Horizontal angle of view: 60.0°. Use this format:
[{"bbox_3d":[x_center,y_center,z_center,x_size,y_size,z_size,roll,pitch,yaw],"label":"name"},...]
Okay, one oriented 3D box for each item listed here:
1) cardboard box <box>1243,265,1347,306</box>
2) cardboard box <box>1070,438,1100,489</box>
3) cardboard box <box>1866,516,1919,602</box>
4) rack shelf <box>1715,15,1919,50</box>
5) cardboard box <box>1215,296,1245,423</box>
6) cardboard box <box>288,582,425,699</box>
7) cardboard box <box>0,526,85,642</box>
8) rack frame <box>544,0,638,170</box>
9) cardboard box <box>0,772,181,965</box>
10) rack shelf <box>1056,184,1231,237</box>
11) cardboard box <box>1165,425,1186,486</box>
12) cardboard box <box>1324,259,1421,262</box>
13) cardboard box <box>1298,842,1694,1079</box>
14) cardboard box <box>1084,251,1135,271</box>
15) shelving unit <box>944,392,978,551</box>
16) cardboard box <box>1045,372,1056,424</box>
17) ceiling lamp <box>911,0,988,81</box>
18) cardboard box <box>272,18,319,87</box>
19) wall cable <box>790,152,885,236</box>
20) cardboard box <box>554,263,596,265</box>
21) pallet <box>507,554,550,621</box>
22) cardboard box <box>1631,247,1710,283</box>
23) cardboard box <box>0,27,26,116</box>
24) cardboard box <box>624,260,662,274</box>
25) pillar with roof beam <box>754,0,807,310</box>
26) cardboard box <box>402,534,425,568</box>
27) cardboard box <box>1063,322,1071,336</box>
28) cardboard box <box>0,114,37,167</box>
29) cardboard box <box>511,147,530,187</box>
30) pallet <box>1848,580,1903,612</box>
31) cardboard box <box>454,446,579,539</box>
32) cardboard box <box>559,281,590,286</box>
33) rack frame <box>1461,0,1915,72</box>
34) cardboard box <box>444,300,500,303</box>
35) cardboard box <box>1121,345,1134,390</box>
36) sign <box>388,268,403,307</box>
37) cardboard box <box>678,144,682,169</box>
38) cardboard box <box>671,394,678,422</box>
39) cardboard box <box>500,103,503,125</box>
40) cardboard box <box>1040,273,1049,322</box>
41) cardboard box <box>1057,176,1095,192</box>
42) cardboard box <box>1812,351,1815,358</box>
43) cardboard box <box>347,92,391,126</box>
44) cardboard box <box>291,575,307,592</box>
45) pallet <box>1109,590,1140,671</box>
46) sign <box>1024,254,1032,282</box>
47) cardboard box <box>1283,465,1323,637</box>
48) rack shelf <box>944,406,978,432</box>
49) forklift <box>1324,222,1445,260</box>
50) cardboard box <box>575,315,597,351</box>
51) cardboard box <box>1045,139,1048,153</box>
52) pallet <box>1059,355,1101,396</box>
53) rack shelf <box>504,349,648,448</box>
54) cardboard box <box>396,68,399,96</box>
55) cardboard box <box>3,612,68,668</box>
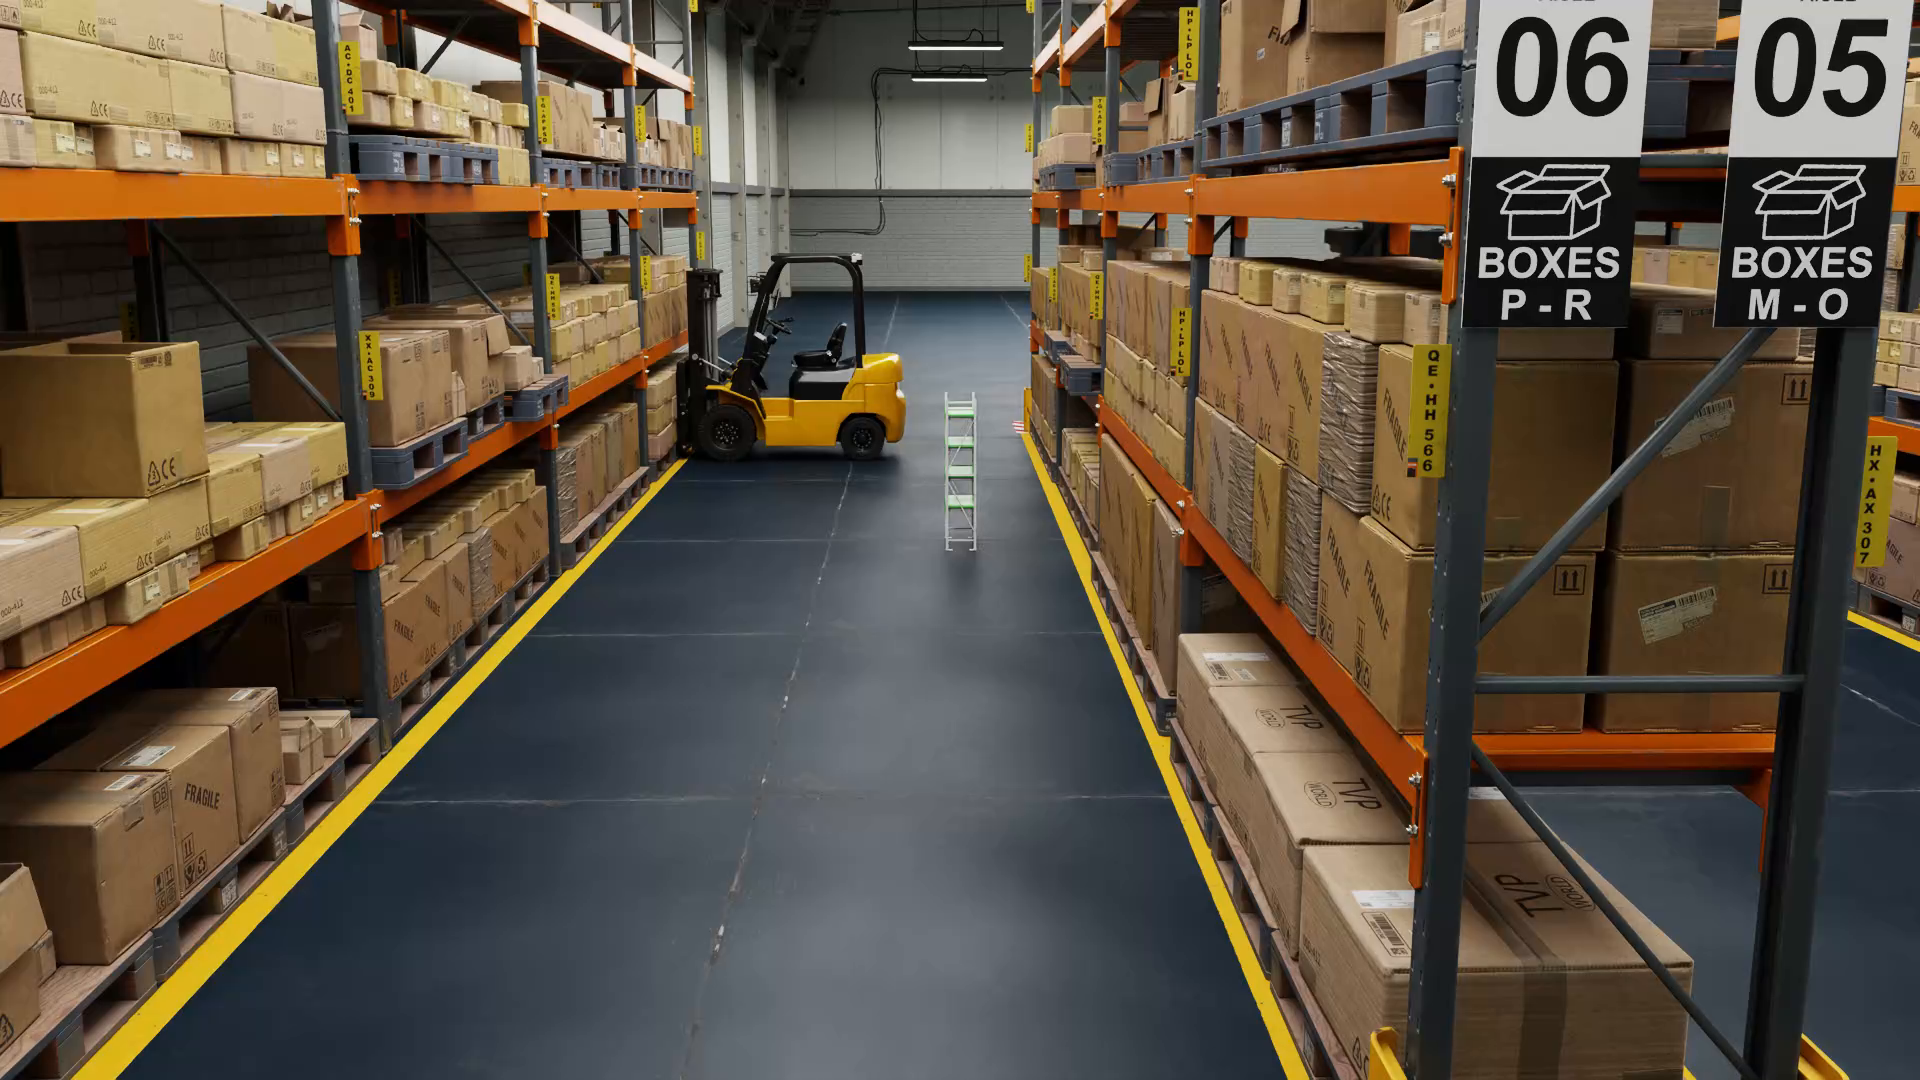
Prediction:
[{"bbox_3d":[1.342,-1.013,6.611,0.380,0.149,0.250,-1,11,-3],"label":"cardboard box"},{"bbox_3d":[1.472,-0.685,14.946,0.950,0.372,0.625,0,11,2],"label":"cardboard box"},{"bbox_3d":[6.259,0.103,10.737,0.500,0.500,0.500,-1,11,-3],"label":"cardboard box"},{"bbox_3d":[6.429,-4.049,13.699,1.077,0.370,4.000,0,11,-1],"label":"rack shelf"},{"bbox_3d":[1.378,-0.767,7.030,0.500,0.500,0.500,0,11,-2],"label":"cardboard box"},{"bbox_3d":[-3.141,0.519,8.687,0.500,0.500,0.500,0,11,1],"label":"cardboard box"},{"bbox_3d":[-3.024,0.128,5.012,0.500,0.250,0.500,0,11,-1],"label":"cardboard box"},{"bbox_3d":[-3.522,-4.933,15.244,1.000,3.000,0.127,0,11,-1],"label":"rack frame"},{"bbox_3d":[-3.170,1.119,5.729,0.700,0.500,0.500,0,11,1],"label":"cardboard box"},{"bbox_3d":[1.482,-2.734,13.758,1.077,0.370,4.000,0,11,-1],"label":"rack shelf"},{"bbox_3d":[1.345,-0.439,8.555,0.500,0.250,0.500,-1,11,-3],"label":"cardboard box"},{"bbox_3d":[1.828,-1.168,7.376,0.380,0.149,0.250,0,11,0],"label":"cardboard box"},{"bbox_3d":[1.575,1.290,5.044,0.875,0.438,0.875,-1,11,-3],"label":"cardboard box"},{"bbox_3d":[1.208,-2.262,13.476,0.380,0.149,0.250,-1,11,-4],"label":"cardboard box"},{"bbox_3d":[0.003,-0.555,13.278,0.258,1.200,0.503,0,11,-1],"label":"shelving unit"},{"bbox_3d":[1.148,-1.458,17.174,0.500,0.500,0.500,0,11,0],"label":"cardboard box"},{"bbox_3d":[-0.283,-13.662,43.587,2.000,3.185,0.800,0,11,-1],"label":"ceiling lamp"},{"bbox_3d":[-3.105,-2.091,7.149,0.500,0.250,0.500,0,11,-1],"label":"cardboard box"},{"bbox_3d":[-3.850,-10.619,51.079,3.097,2.526,0.112,0,11,-1],"label":"wall cable"},{"bbox_3d":[-3.881,-2.720,16.792,0.380,0.149,0.250,0,11,-2],"label":"cardboard box"},{"bbox_3d":[-3.461,0.317,11.466,1.003,0.211,1.213,0,11,-1],"label":"pallet"},{"bbox_3d":[6.416,-2.393,15.044,0.700,0.500,0.500,0,11,-2],"label":"cardboard box"},{"bbox_3d":[-3.041,-1.341,4.707,0.500,0.250,0.500,0,11,0],"label":"cardboard box"},{"bbox_3d":[-3.360,-2.876,17.559,0.380,0.149,0.250,0,11,-1],"label":"cardboard box"},{"bbox_3d":[-0.683,-10.375,42.065,9.100,9.000,0.548,0,11,-1],"label":"pillar with roof beam"},{"bbox_3d":[-3.217,0.066,9.290,0.380,0.149,0.250,0,11,-2],"label":"cardboard box"},{"bbox_3d":[1.133,-1.936,15.135,0.380,0.149,0.250,0,11,0],"label":"cardboard box"},{"bbox_3d":[-2.970,-1.172,4.880,0.380,0.149,0.250,0,11,0],"label":"cardboard box"},{"bbox_3d":[-3.186,-2.494,11.139,0.500,0.250,0.500,-1,11,-3],"label":"cardboard box"},{"bbox_3d":[6.485,0.262,11.736,1.003,0.211,1.213,0,11,-1],"label":"pallet"},{"bbox_3d":[-3.438,-0.364,12.727,0.875,0.625,0.625,0,11,1],"label":"cardboard box"},{"bbox_3d":[-3.785,-2.423,16.076,0.380,0.149,0.250,0,11,-1],"label":"cardboard box"},{"bbox_3d":[1.689,-2.569,3.590,1.000,3.000,0.127,0,11,-1],"label":"rack frame"},{"bbox_3d":[-3.784,-1.781,12.909,0.380,0.149,0.250,0,11,-2],"label":"cardboard box"},{"bbox_3d":[1.295,-1.087,10.494,0.500,0.250,0.500,0,11,-1],"label":"cardboard box"},{"bbox_3d":[-3.994,-1.763,11.791,0.100,0.325,0.005,0,11,-1],"label":"sign"},{"bbox_3d":[-3.278,-4.234,18.369,0.396,0.266,0.258,0,11,-1],"label":"cardboard box"},{"bbox_3d":[-3.234,-1.394,17.488,0.500,0.250,0.500,0,11,-2],"label":"cardboard box"},{"bbox_3d":[-3.236,-2.816,10.978,0.380,0.149,0.250,-1,11,-3],"label":"cardboard box"},{"bbox_3d":[1.135,-2.604,17.850,0.500,0.500,0.500,0,11,-2],"label":"cardboard box"},{"bbox_3d":[1.129,-3.423,15.974,0.380,0.149,0.250,0,11,-1],"label":"cardboard box"},{"bbox_3d":[6.278,-1.253,11.765,0.380,0.149,0.250,0,11,-2],"label":"cardboard box"},{"bbox_3d":[-2.965,-2.066,7.977,0.380,0.149,0.250,0,11,0],"label":"cardboard box"},{"bbox_3d":[-3.663,0.174,8.756,0.380,0.149,0.250,0,11,-1],"label":"cardboard box"},{"bbox_3d":[1.487,0.546,10.336,1.003,0.211,1.213,0,11,-1],"label":"pallet"},{"bbox_3d":[0.816,-3.232,19.766,0.100,0.325,0.005,0,11,-1],"label":"sign"},{"bbox_3d":[1.398,0.025,5.640,0.500,0.500,0.500,0,11,0],"label":"cardboard box"},{"bbox_3d":[0.003,-0.963,13.195,0.258,0.148,0.480,0,11,-1],"label":"rack shelf"},{"bbox_3d":[3.398,-1.347,12.826,1.130,2.935,3.031,0,11,1],"label":"forklift"},{"bbox_3d":[-3.206,-1.663,13.330,0.500,0.250,0.500,-1,11,-3],"label":"cardboard box"},{"bbox_3d":[1.089,-4.122,17.415,0.380,0.149,0.250,0,11,0],"label":"cardboard box"},{"bbox_3d":[1.402,-1.267,12.740,1.213,0.211,1.003,0,11,-1],"label":"pallet"},{"bbox_3d":[-3.480,-1.243,13.952,1.077,0.370,4.000,0,11,-1],"label":"rack shelf"},{"bbox_3d":[-3.001,-2.264,8.208,0.380,0.149,0.250,0,11,0],"label":"cardboard box"},{"bbox_3d":[-3.042,0.296,5.189,0.380,0.149,0.250,0,11,1],"label":"cardboard box"}]
